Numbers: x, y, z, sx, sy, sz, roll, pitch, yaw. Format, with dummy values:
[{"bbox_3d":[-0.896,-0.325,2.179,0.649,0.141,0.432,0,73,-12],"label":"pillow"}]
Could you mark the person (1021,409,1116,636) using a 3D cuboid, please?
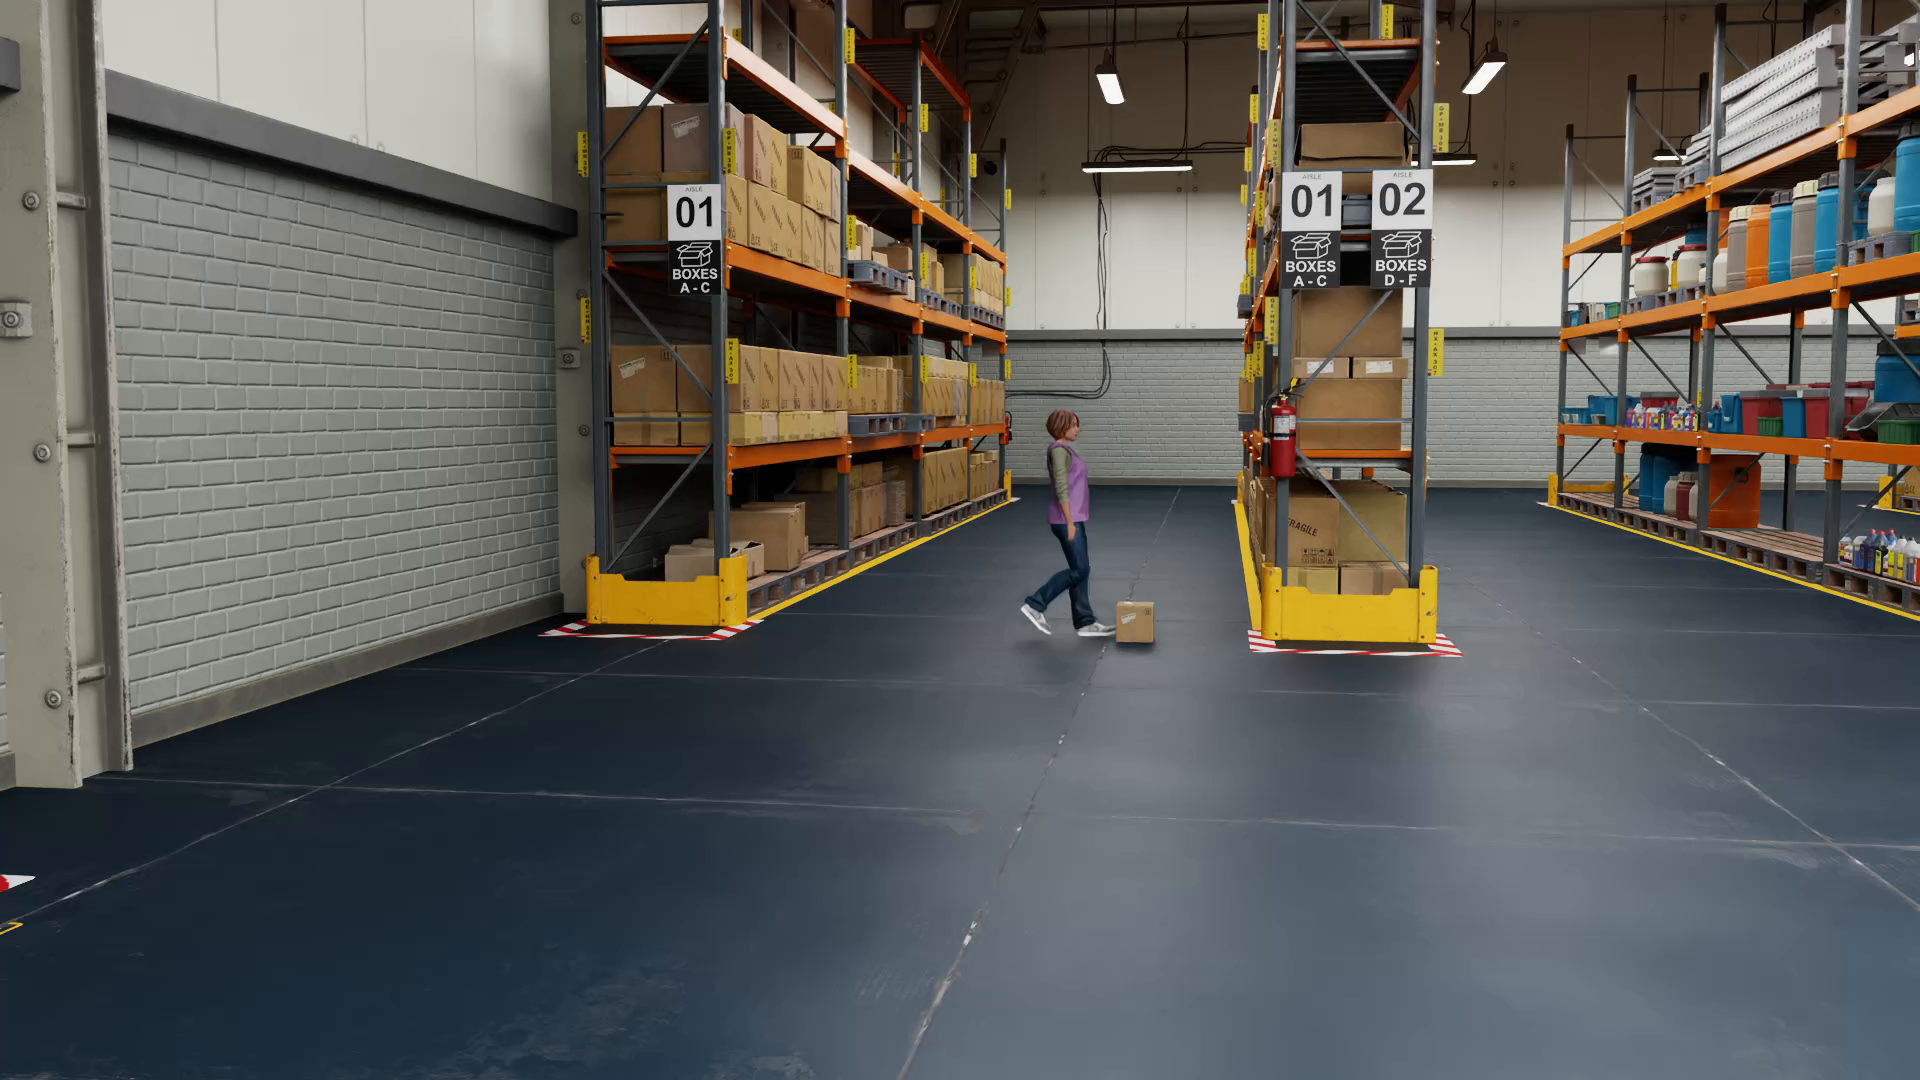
[{"bbox_3d":[0.757,-0.116,11.474,0.649,1.580,0.427,1,5,9],"label":"person"}]
